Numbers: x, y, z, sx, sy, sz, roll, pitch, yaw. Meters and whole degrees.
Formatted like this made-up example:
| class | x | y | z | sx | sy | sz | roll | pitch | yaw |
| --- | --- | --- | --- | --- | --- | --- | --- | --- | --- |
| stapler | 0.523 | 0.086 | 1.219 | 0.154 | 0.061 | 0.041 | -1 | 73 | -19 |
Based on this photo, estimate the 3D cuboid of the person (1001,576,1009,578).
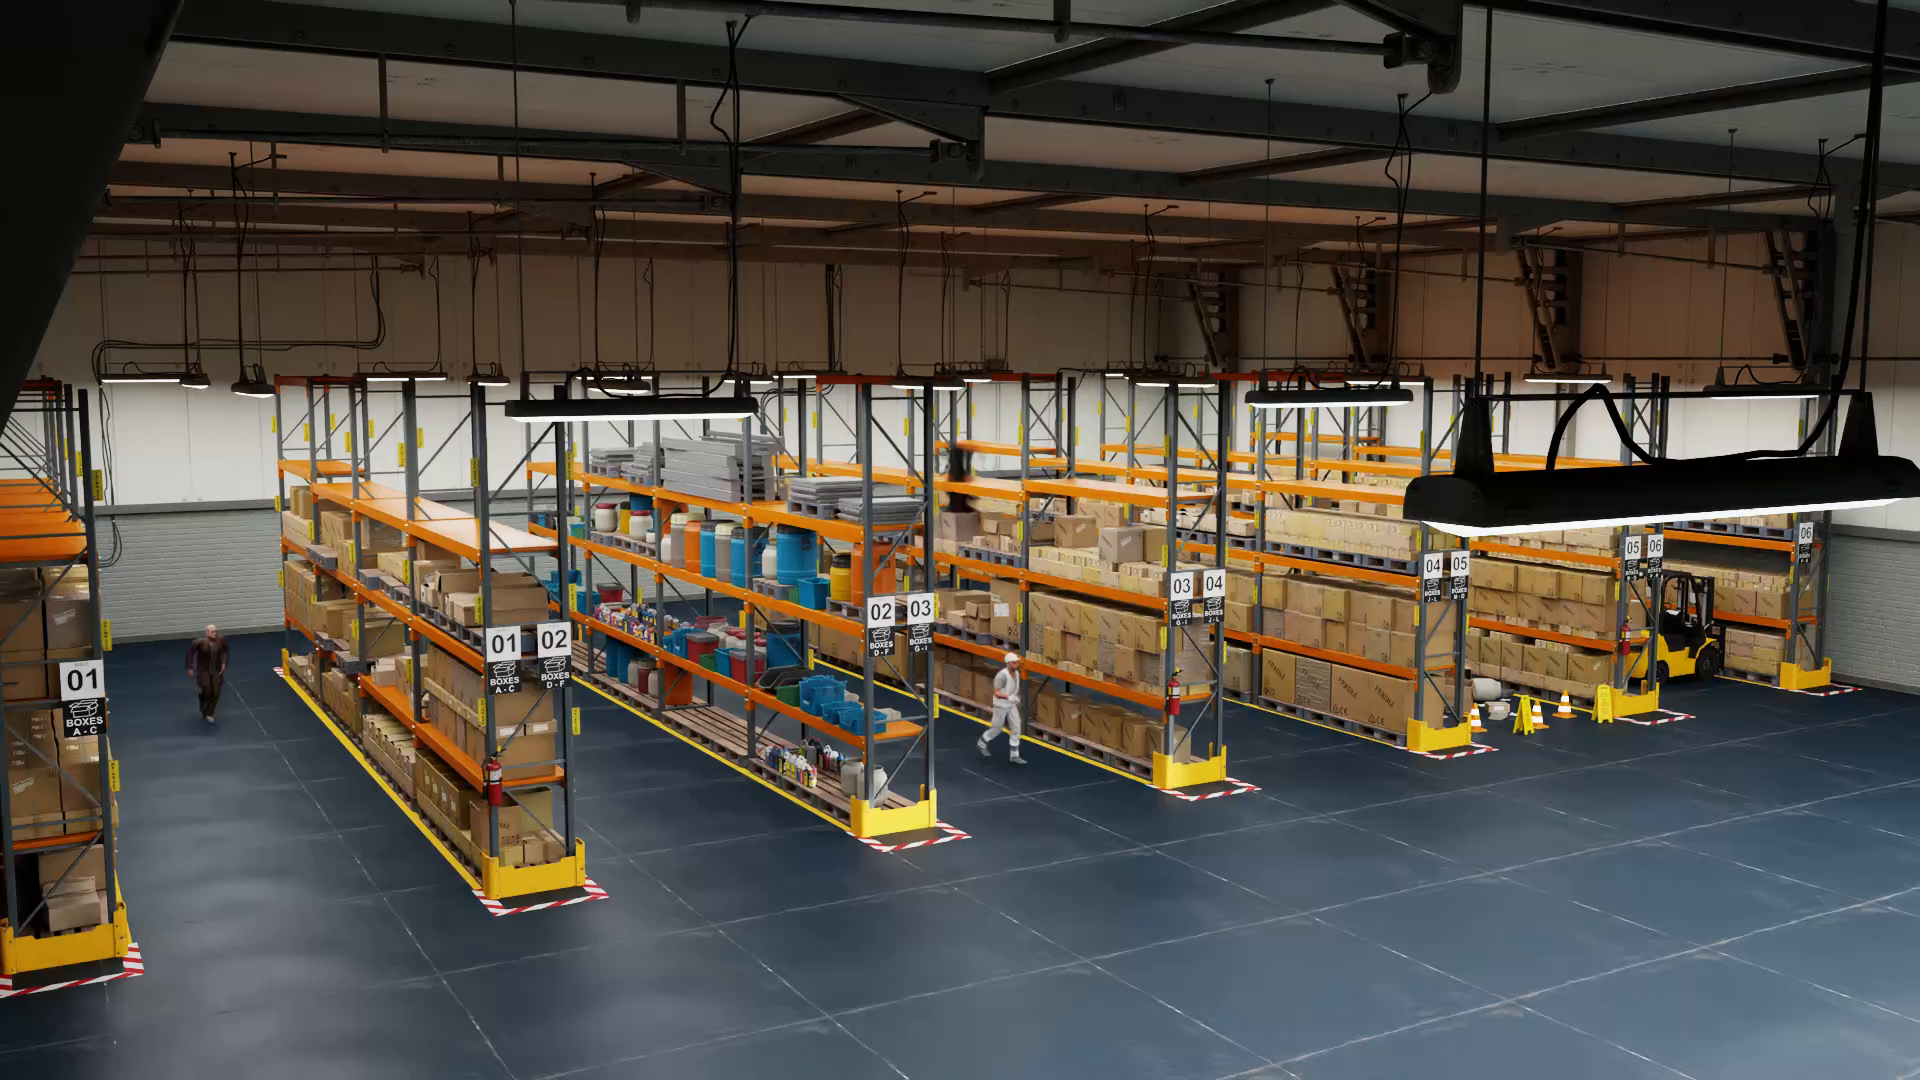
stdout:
| class | x | y | z | sx | sy | sz | roll | pitch | yaw |
| --- | --- | --- | --- | --- | --- | --- | --- | --- | --- |
| person | 0.998 | 1.603 | 35.719 | 0.540 | 1.742 | 0.730 | -4 | 7 | -32 |

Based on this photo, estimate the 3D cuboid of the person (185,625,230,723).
| class | x | y | z | sx | sy | sz | roll | pitch | yaw |
| --- | --- | --- | --- | --- | --- | --- | --- | --- | --- |
| person | -13.147 | 2.357 | 29.069 | 0.705 | 1.617 | 0.720 | 6 | 8 | 43 |

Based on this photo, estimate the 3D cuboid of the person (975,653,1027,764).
| class | x | y | z | sx | sy | sz | roll | pitch | yaw |
| --- | --- | --- | --- | --- | --- | --- | --- | --- | --- |
| person | 0.657 | 2.607 | 26.093 | 0.951 | 1.753 | 0.680 | 6 | 8 | 42 |
